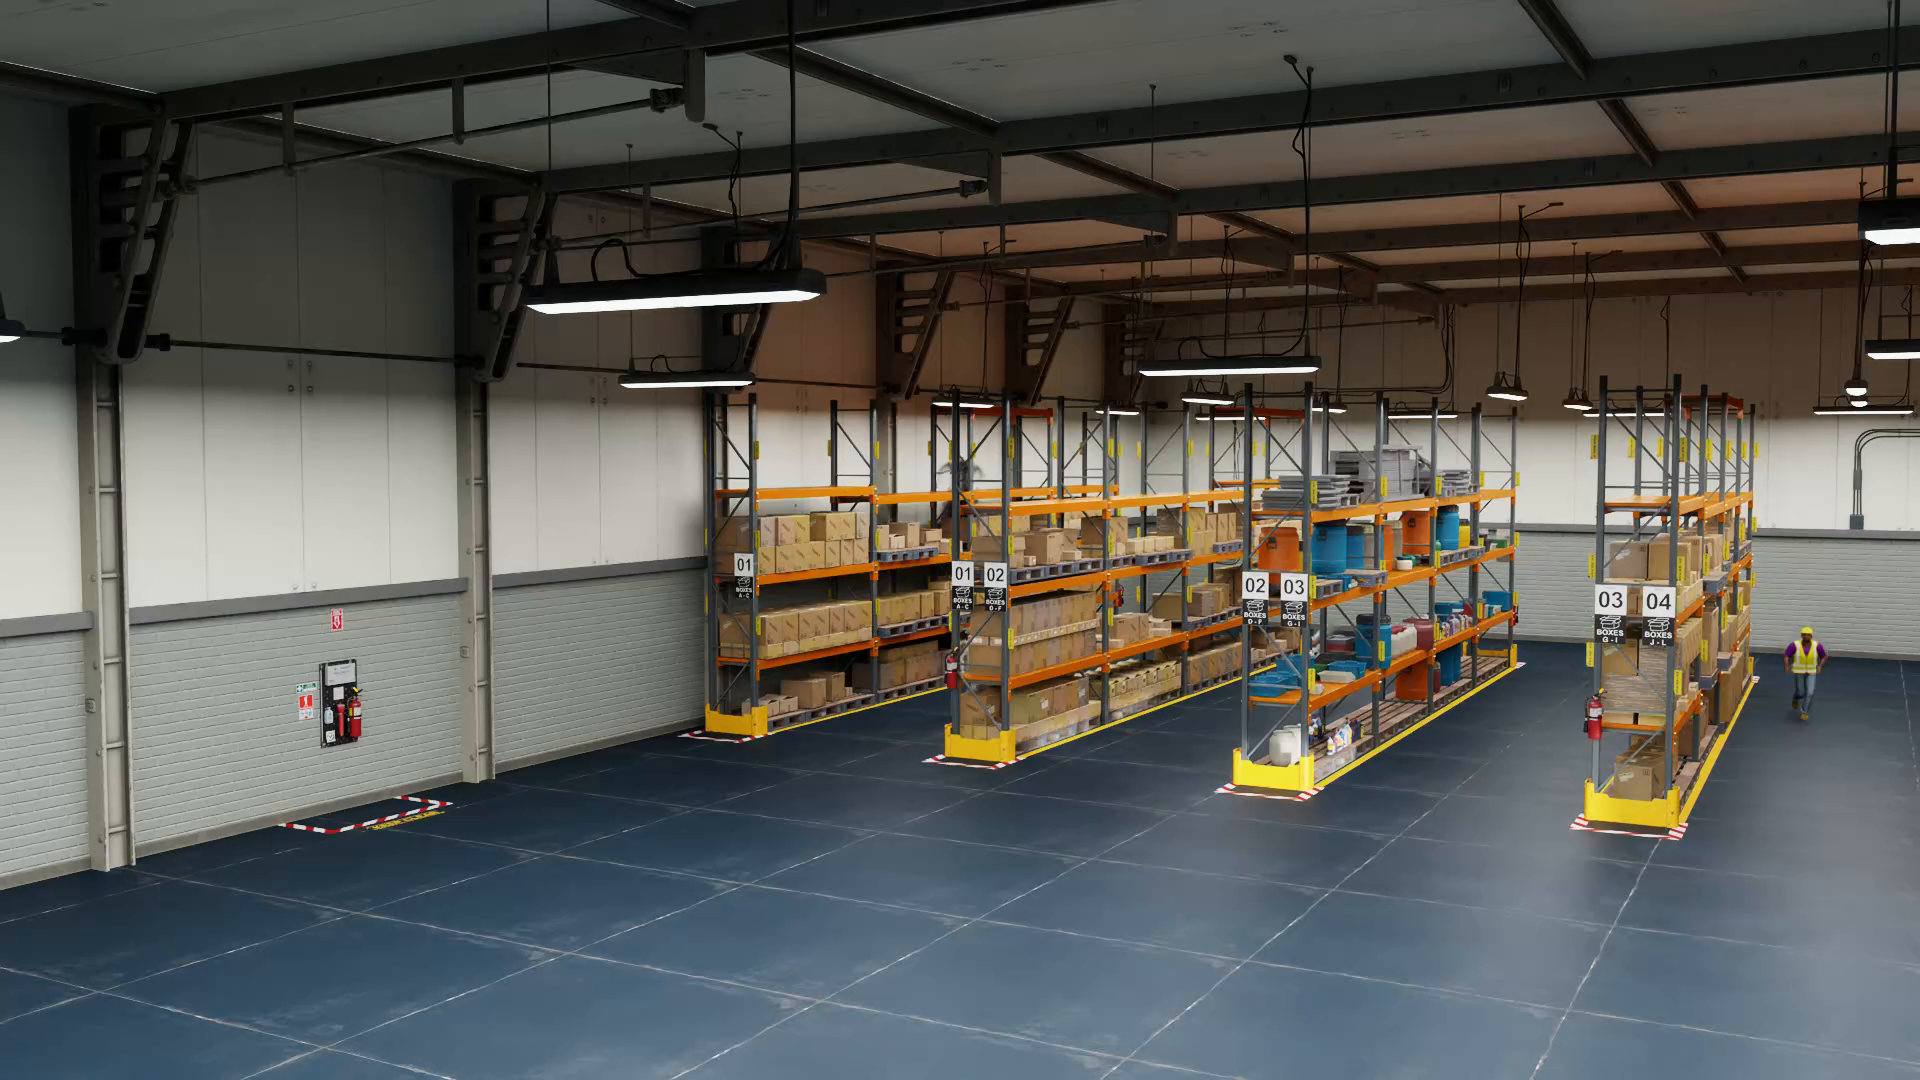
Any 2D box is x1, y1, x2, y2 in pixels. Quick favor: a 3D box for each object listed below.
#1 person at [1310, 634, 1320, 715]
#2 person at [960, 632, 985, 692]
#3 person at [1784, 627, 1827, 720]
[{"bbox_3d":[6.777,2.549,31.416,0.530,1.568,0.685,-2,4,-29],"label":"person"},{"bbox_3d":[0.314,2.529,31.549,0.625,1.636,0.767,-1,3,-18],"label":"person"},{"bbox_3d":[15.803,2.478,31.097,0.718,1.719,0.643,1,3,15],"label":"person"}]
